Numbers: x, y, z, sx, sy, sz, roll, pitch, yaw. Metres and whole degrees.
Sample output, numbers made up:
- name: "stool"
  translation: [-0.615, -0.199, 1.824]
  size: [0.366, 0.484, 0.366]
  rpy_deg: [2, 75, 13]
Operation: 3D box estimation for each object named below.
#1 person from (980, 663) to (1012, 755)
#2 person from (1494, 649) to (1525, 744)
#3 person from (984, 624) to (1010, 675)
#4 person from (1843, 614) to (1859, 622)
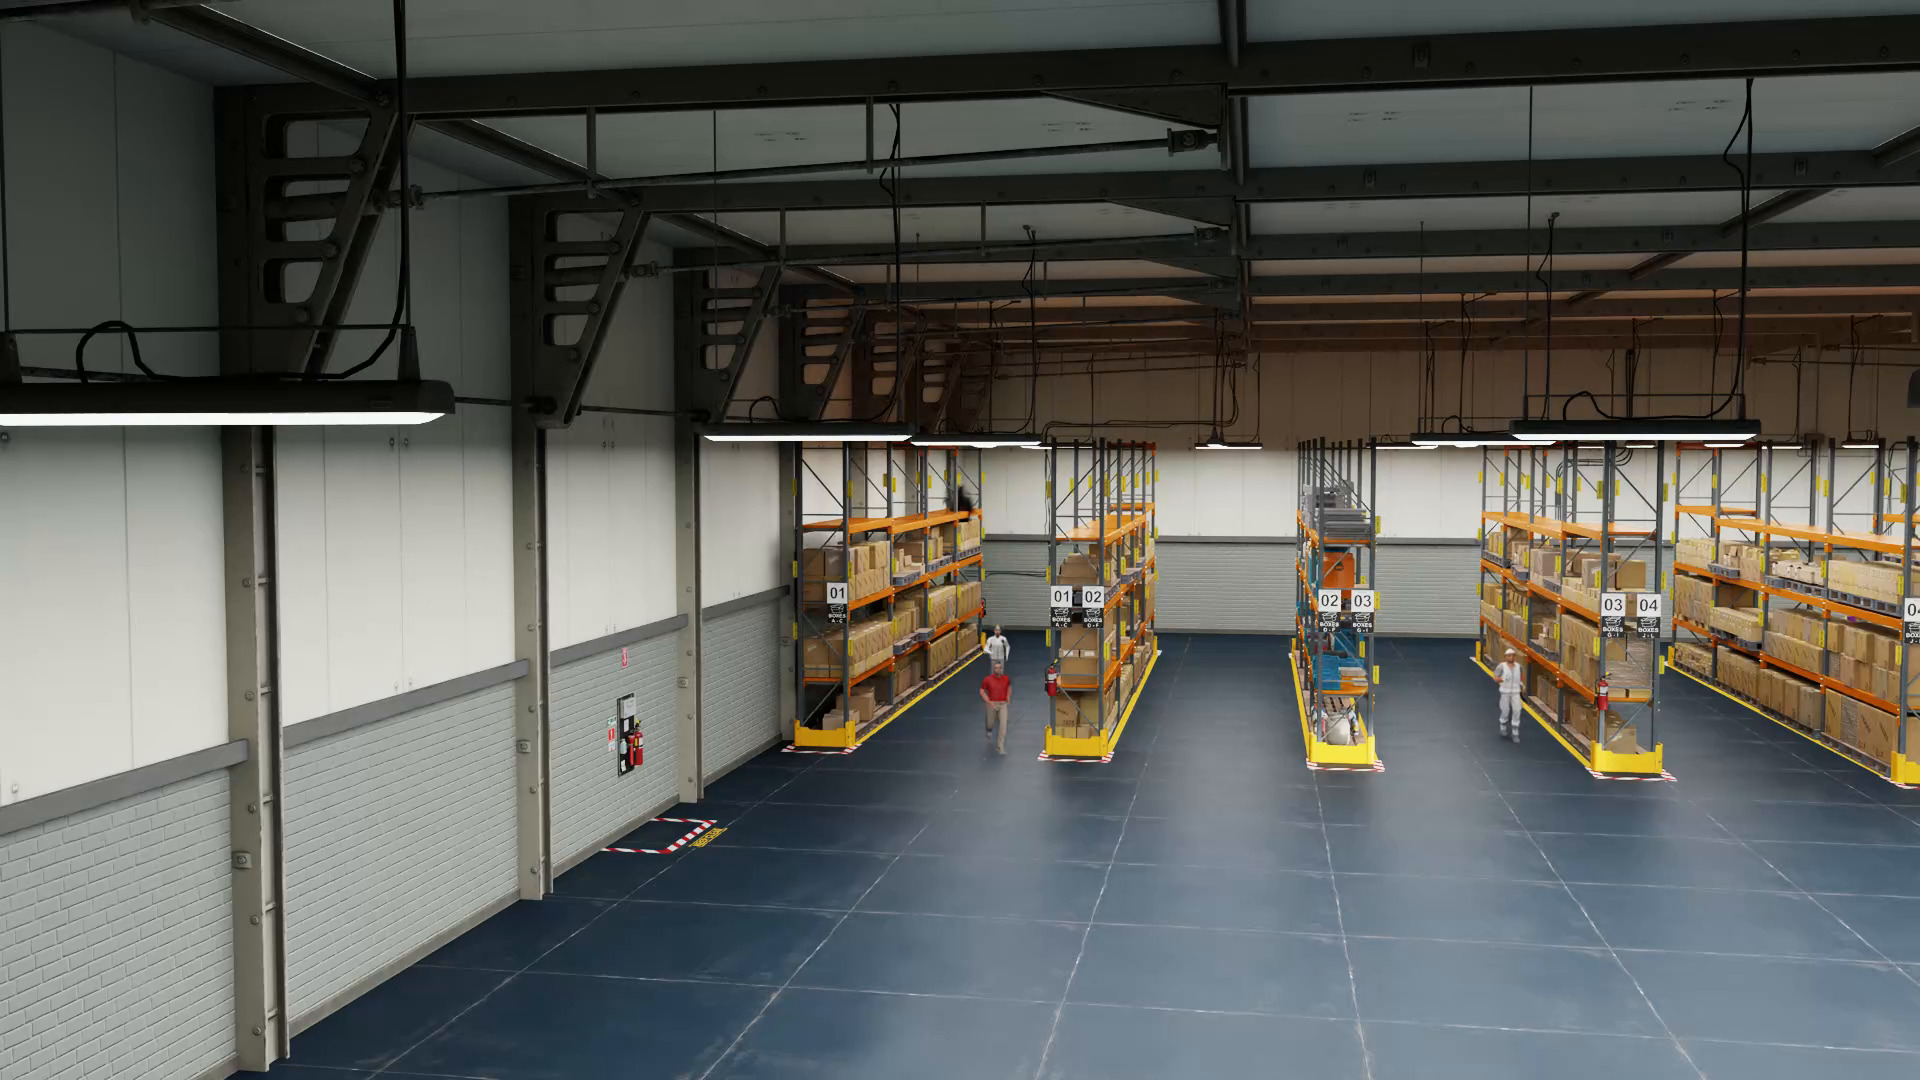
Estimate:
- name: "person"
  translation: [0.696, 3.212, 31.903]
  size: [0.642, 1.705, 1.027]
  rpy_deg: [0, 3, -6]
- name: "person"
  translation: [10.888, 3.061, 32.928]
  size: [0.636, 1.821, 0.843]
  rpy_deg: [0, 3, 7]
- name: "person"
  translation: [0.883, 2.813, 39.258]
  size: [0.619, 1.663, 0.684]
  rpy_deg: [0, 3, -3]
- name: "person"
  translation: [24.218, 2.478, 45.143]
  size: [0.681, 1.791, 0.708]
  rpy_deg: [1, 3, 21]
